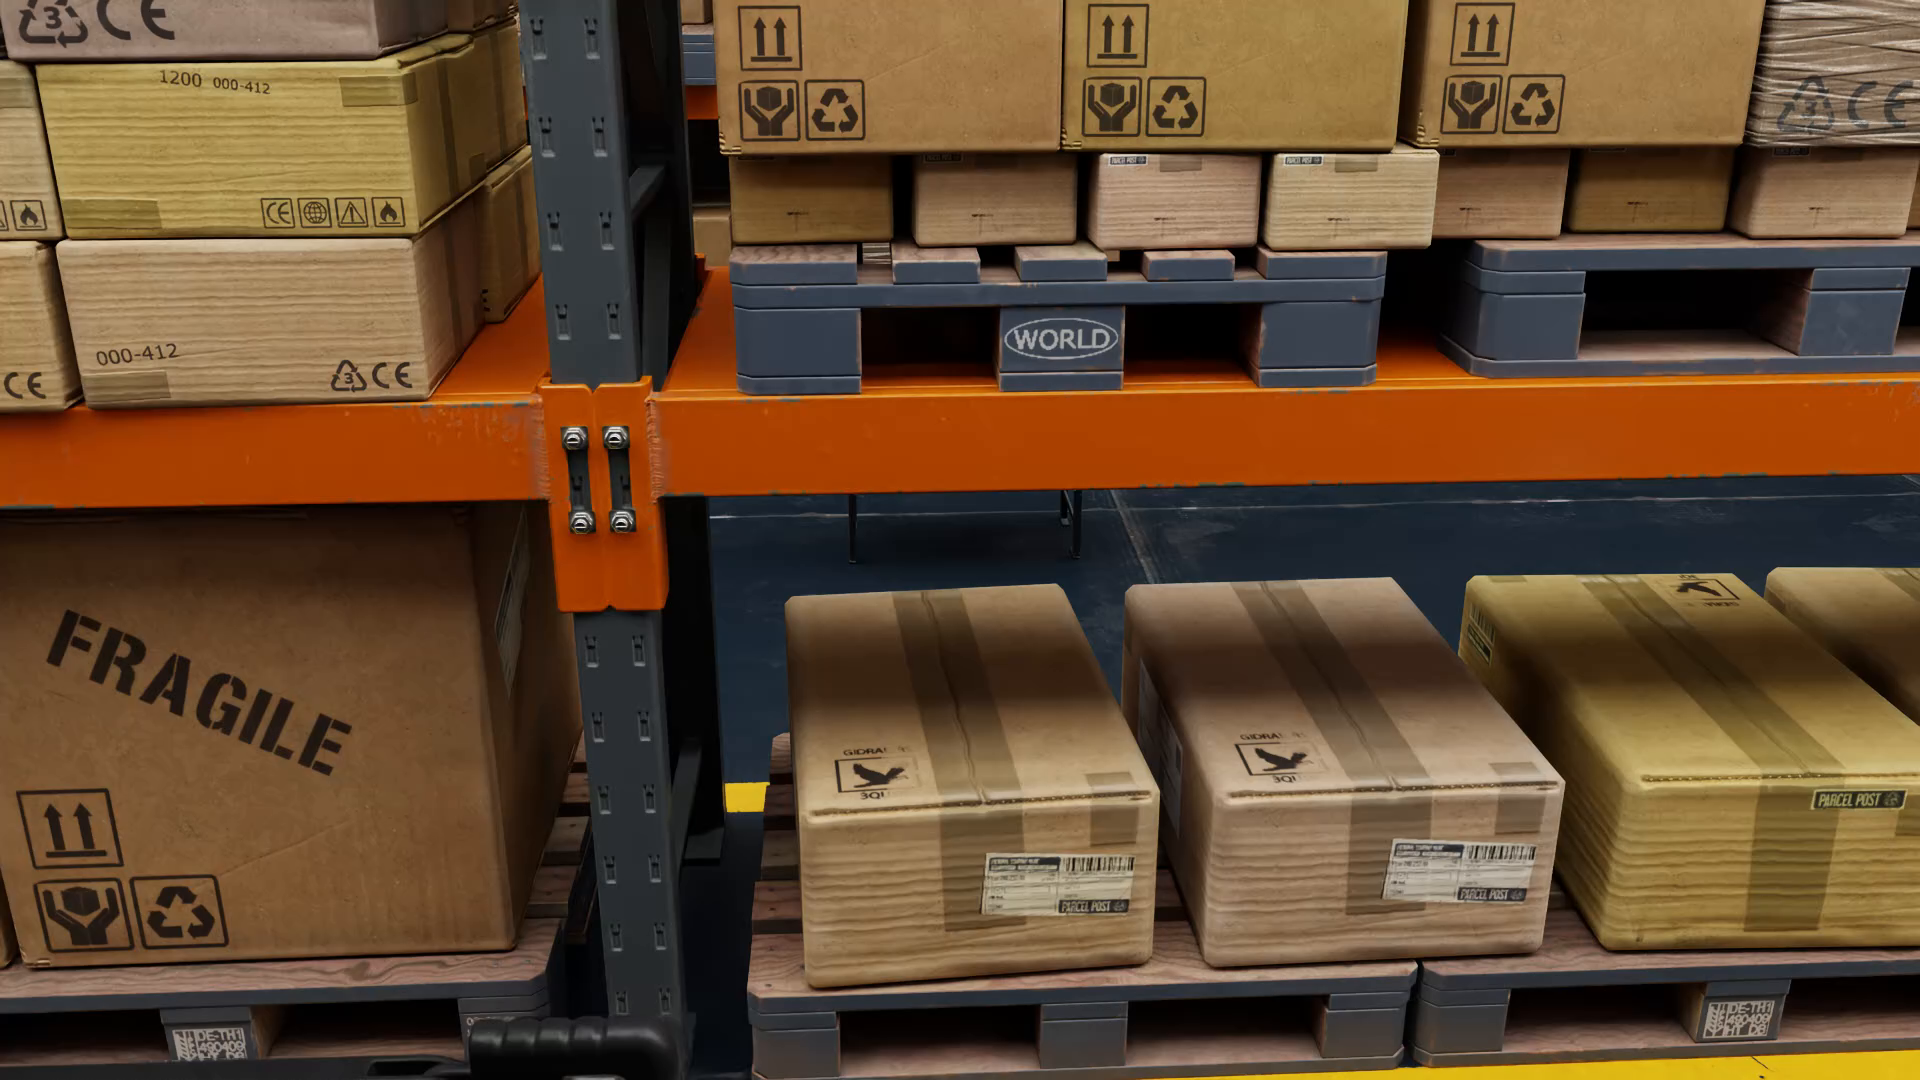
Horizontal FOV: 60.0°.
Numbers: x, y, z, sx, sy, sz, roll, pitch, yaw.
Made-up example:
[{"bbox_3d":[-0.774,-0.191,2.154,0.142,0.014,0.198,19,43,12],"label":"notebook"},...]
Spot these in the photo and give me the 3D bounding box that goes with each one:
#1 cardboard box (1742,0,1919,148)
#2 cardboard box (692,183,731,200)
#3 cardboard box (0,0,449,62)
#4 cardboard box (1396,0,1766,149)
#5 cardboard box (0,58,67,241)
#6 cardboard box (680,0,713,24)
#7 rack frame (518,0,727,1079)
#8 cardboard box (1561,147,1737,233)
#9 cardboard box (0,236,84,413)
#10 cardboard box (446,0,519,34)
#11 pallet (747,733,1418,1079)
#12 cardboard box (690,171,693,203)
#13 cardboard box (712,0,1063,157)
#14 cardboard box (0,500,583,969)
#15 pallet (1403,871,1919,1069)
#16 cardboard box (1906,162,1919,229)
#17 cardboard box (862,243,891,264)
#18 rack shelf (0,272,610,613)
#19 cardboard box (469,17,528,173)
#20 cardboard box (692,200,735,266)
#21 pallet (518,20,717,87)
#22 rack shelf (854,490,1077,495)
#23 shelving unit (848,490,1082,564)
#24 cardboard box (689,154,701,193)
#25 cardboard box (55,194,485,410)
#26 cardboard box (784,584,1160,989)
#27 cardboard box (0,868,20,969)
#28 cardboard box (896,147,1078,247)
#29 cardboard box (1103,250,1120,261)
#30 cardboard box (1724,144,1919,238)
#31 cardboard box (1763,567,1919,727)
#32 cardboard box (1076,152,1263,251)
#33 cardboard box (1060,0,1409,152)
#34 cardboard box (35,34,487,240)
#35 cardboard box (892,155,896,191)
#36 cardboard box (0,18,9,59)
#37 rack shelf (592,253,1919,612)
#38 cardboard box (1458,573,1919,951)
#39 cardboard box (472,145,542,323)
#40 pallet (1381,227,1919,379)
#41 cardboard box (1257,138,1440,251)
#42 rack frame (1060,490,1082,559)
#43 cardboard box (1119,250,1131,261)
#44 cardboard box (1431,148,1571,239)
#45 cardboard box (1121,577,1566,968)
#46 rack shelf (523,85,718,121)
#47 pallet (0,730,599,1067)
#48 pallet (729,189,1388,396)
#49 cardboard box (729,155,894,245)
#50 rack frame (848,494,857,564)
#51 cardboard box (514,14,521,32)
[{"bbox_3d":[1.428,-0.920,2.673,0.500,0.500,0.500,-2,21,-5],"label":"cardboard box"},{"bbox_3d":[-1.308,-1.460,8.163,0.500,0.500,0.500,0,21,-1],"label":"cardboard box"},{"bbox_3d":[-1.086,-0.988,2.455,0.500,0.500,0.500,-2,21,-5],"label":"cardboard box"},{"bbox_3d":[0.928,-0.913,2.654,0.500,0.500,0.500,-1,21,-2],"label":"cardboard box"},{"bbox_3d":[-1.565,-0.629,2.566,0.500,0.250,0.500,-2,21,-4],"label":"cardboard box"},{"bbox_3d":[-1.394,-2.629,7.579,0.500,0.500,0.500,0,21,-1],"label":"cardboard box"},{"bbox_3d":[-0.584,-0.578,2.922,0.127,3.000,1.000,-1,21,-3],"label":"rack frame"},{"bbox_3d":[1.103,-0.631,2.824,0.250,0.149,0.380,0,21,-1],"label":"cardboard box"},{"bbox_3d":[-1.583,-0.389,2.638,0.500,0.250,0.500,-1,21,-2],"label":"cardboard box"},{"bbox_3d":[-1.091,-1.169,2.929,0.500,0.500,0.500,-2,21,-5],"label":"cardboard box"},{"bbox_3d":[0.196,0.710,3.459,1.213,0.211,1.003,-1,21,-3],"label":"pallet"},{"bbox_3d":[-1.350,-1.572,7.546,0.250,0.149,0.380,-2,21,-6],"label":"cardboard box"},{"bbox_3d":[-0.122,-0.887,2.585,0.500,0.500,0.500,-2,21,-5],"label":"cardboard box"},{"bbox_3d":[-1.279,0.204,3.266,0.875,0.875,0.875,-1,21,-4],"label":"cardboard box"},{"bbox_3d":[1.411,0.686,3.521,1.213,0.211,1.003,-1,21,-3],"label":"pallet"},{"bbox_3d":[1.623,-0.645,2.862,0.250,0.149,0.380,-2,21,-5],"label":"cardboard box"},{"bbox_3d":[-0.248,-1.435,7.922,0.625,0.625,0.875,-1,21,-1],"label":"cardboard box"},{"bbox_3d":[-2.581,-0.201,2.944,4.000,0.370,1.077,-1,21,-3],"label":"rack shelf"},{"bbox_3d":[-1.104,-0.819,3.064,0.500,0.250,0.500,-1,21,-3],"label":"cardboard box"},{"bbox_3d":[-1.281,-1.284,7.700,0.500,0.500,0.500,-1,21,-1],"label":"cardboard box"},{"bbox_3d":[-1.544,-2.212,7.486,1.003,0.211,1.213,-1,21,-3],"label":"pallet"},{"bbox_3d":[0.007,-0.396,5.470,0.720,0.370,0.431,-1,21,-3],"label":"rack shelf"},{"bbox_3d":[0.007,-0.701,5.354,0.755,1.500,0.431,-1,21,-3],"label":"shelving unit"},{"bbox_3d":[-1.410,-1.772,8.071,0.250,0.149,0.380,0,21,0],"label":"cardboard box"},{"bbox_3d":[-1.074,-0.405,2.680,0.500,0.250,0.500,-2,21,-5],"label":"cardboard box"},{"bbox_3d":[-0.020,0.446,3.336,0.625,0.372,0.950,-3,21,-7],"label":"cardboard box"},{"bbox_3d":[-2.169,0.220,3.223,0.875,0.875,0.875,-1,21,-2],"label":"cardboard box"},{"bbox_3d":[0.035,-0.591,2.720,0.250,0.149,0.380,-2,21,-6],"label":"cardboard box"},{"bbox_3d":[0.404,-1.451,7.964,0.625,0.625,0.875,0,21,-1],"label":"cardboard box"},{"bbox_3d":[1.367,-0.613,2.777,0.250,0.149,0.380,-1,21,-1],"label":"cardboard box"},{"bbox_3d":[2.168,0.400,3.457,0.625,0.372,0.950,0,21,0],"label":"cardboard box"},{"bbox_3d":[0.311,-0.580,2.692,0.250,0.149,0.380,-3,21,-7],"label":"cardboard box"},{"bbox_3d":[0.398,-0.900,2.620,0.500,0.500,0.500,0,21,0],"label":"cardboard box"},{"bbox_3d":[-1.053,-0.641,2.597,0.500,0.250,0.500,-1,21,-3],"label":"cardboard box"},{"bbox_3d":[-0.007,-0.778,3.211,0.250,0.149,0.380,-1,21,-2],"label":"cardboard box"},{"bbox_3d":[-1.597,-0.975,2.420,0.500,0.500,0.500,-1,21,-2],"label":"cardboard box"},{"bbox_3d":[1.412,-0.282,3.157,4.000,0.370,1.077,-1,21,-3],"label":"rack shelf"},{"bbox_3d":[1.474,0.415,3.418,0.625,0.372,0.950,0,21,-1],"label":"cardboard box"},{"bbox_3d":[-1.087,-0.587,3.158,0.500,0.250,0.500,-2,21,-4],"label":"cardboard box"},{"bbox_3d":[1.390,-0.543,3.100,1.213,0.211,1.003,-1,21,-3],"label":"pallet"},{"bbox_3d":[0.587,-0.578,2.687,0.250,0.149,0.380,-1,21,-3],"label":"cardboard box"},{"bbox_3d":[0.372,-0.708,5.374,0.023,1.500,0.400,-1,21,-3],"label":"rack frame"},{"bbox_3d":[1.076,-1.465,8.000,0.625,0.625,0.875,-2,21,-5],"label":"cardboard box"},{"bbox_3d":[0.823,-0.611,2.773,0.250,0.149,0.380,0,21,0],"label":"cardboard box"},{"bbox_3d":[0.717,0.428,3.383,0.625,0.372,0.950,-2,21,-4],"label":"cardboard box"},{"bbox_3d":[-2.868,-1.964,7.575,4.000,0.370,1.077,-1,21,-3],"label":"rack shelf"},{"bbox_3d":[-1.376,0.715,3.447,1.213,0.211,1.003,-1,21,-3],"label":"pallet"},{"bbox_3d":[0.121,-0.540,3.094,1.003,0.211,1.213,-1,21,-3],"label":"pallet"},{"bbox_3d":[-0.249,-0.597,2.736,0.250,0.149,0.380,-2,21,-6],"label":"cardboard box"},{"bbox_3d":[-0.359,-0.694,5.335,0.023,1.500,0.400,-1,21,-3],"label":"rack frame"},{"bbox_3d":[-1.906,-2.331,7.147,0.500,0.250,0.500,-2,21,-6],"label":"cardboard box"}]
